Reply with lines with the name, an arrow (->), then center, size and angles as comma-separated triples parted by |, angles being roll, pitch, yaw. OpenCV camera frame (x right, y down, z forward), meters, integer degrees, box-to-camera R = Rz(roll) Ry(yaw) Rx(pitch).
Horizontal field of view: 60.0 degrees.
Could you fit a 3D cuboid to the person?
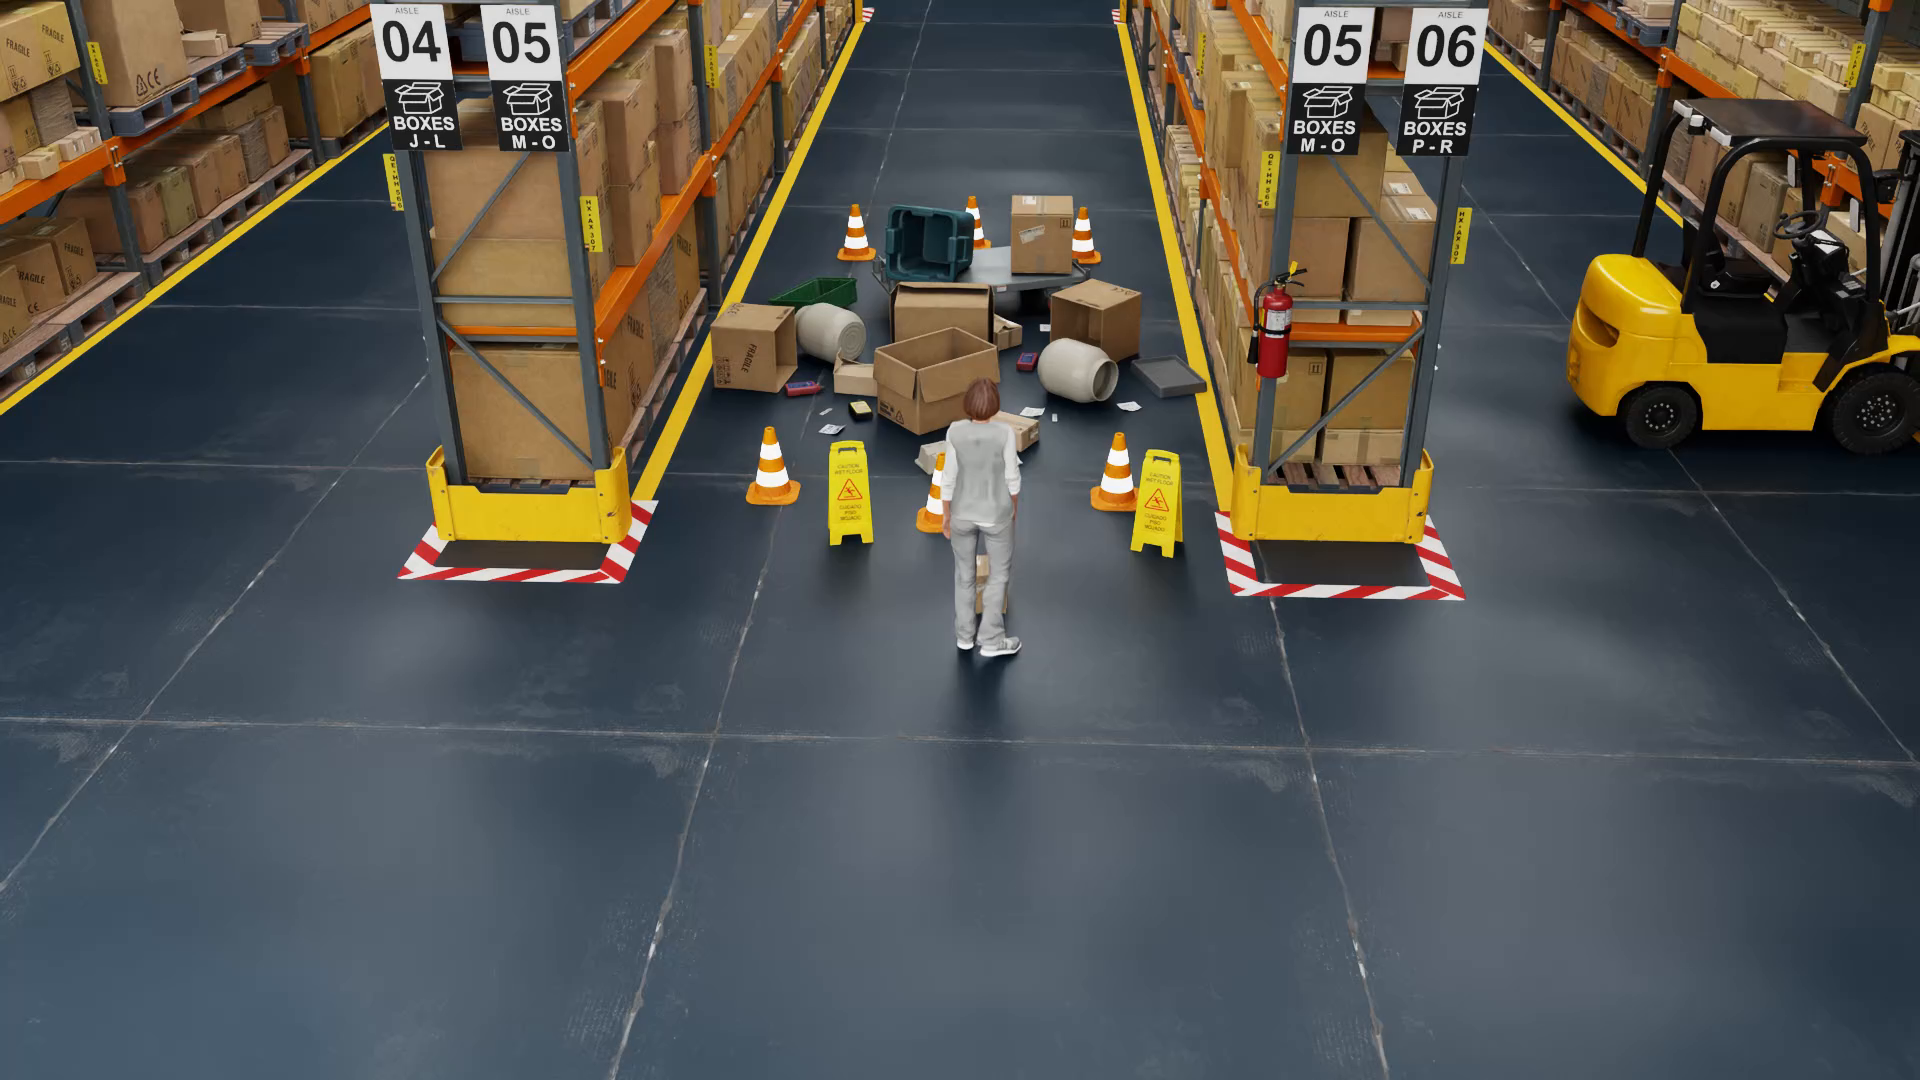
person -> 0.119, -0.123, 8.818 | 0.441, 1.601, 0.359 | 5, 29, 9
